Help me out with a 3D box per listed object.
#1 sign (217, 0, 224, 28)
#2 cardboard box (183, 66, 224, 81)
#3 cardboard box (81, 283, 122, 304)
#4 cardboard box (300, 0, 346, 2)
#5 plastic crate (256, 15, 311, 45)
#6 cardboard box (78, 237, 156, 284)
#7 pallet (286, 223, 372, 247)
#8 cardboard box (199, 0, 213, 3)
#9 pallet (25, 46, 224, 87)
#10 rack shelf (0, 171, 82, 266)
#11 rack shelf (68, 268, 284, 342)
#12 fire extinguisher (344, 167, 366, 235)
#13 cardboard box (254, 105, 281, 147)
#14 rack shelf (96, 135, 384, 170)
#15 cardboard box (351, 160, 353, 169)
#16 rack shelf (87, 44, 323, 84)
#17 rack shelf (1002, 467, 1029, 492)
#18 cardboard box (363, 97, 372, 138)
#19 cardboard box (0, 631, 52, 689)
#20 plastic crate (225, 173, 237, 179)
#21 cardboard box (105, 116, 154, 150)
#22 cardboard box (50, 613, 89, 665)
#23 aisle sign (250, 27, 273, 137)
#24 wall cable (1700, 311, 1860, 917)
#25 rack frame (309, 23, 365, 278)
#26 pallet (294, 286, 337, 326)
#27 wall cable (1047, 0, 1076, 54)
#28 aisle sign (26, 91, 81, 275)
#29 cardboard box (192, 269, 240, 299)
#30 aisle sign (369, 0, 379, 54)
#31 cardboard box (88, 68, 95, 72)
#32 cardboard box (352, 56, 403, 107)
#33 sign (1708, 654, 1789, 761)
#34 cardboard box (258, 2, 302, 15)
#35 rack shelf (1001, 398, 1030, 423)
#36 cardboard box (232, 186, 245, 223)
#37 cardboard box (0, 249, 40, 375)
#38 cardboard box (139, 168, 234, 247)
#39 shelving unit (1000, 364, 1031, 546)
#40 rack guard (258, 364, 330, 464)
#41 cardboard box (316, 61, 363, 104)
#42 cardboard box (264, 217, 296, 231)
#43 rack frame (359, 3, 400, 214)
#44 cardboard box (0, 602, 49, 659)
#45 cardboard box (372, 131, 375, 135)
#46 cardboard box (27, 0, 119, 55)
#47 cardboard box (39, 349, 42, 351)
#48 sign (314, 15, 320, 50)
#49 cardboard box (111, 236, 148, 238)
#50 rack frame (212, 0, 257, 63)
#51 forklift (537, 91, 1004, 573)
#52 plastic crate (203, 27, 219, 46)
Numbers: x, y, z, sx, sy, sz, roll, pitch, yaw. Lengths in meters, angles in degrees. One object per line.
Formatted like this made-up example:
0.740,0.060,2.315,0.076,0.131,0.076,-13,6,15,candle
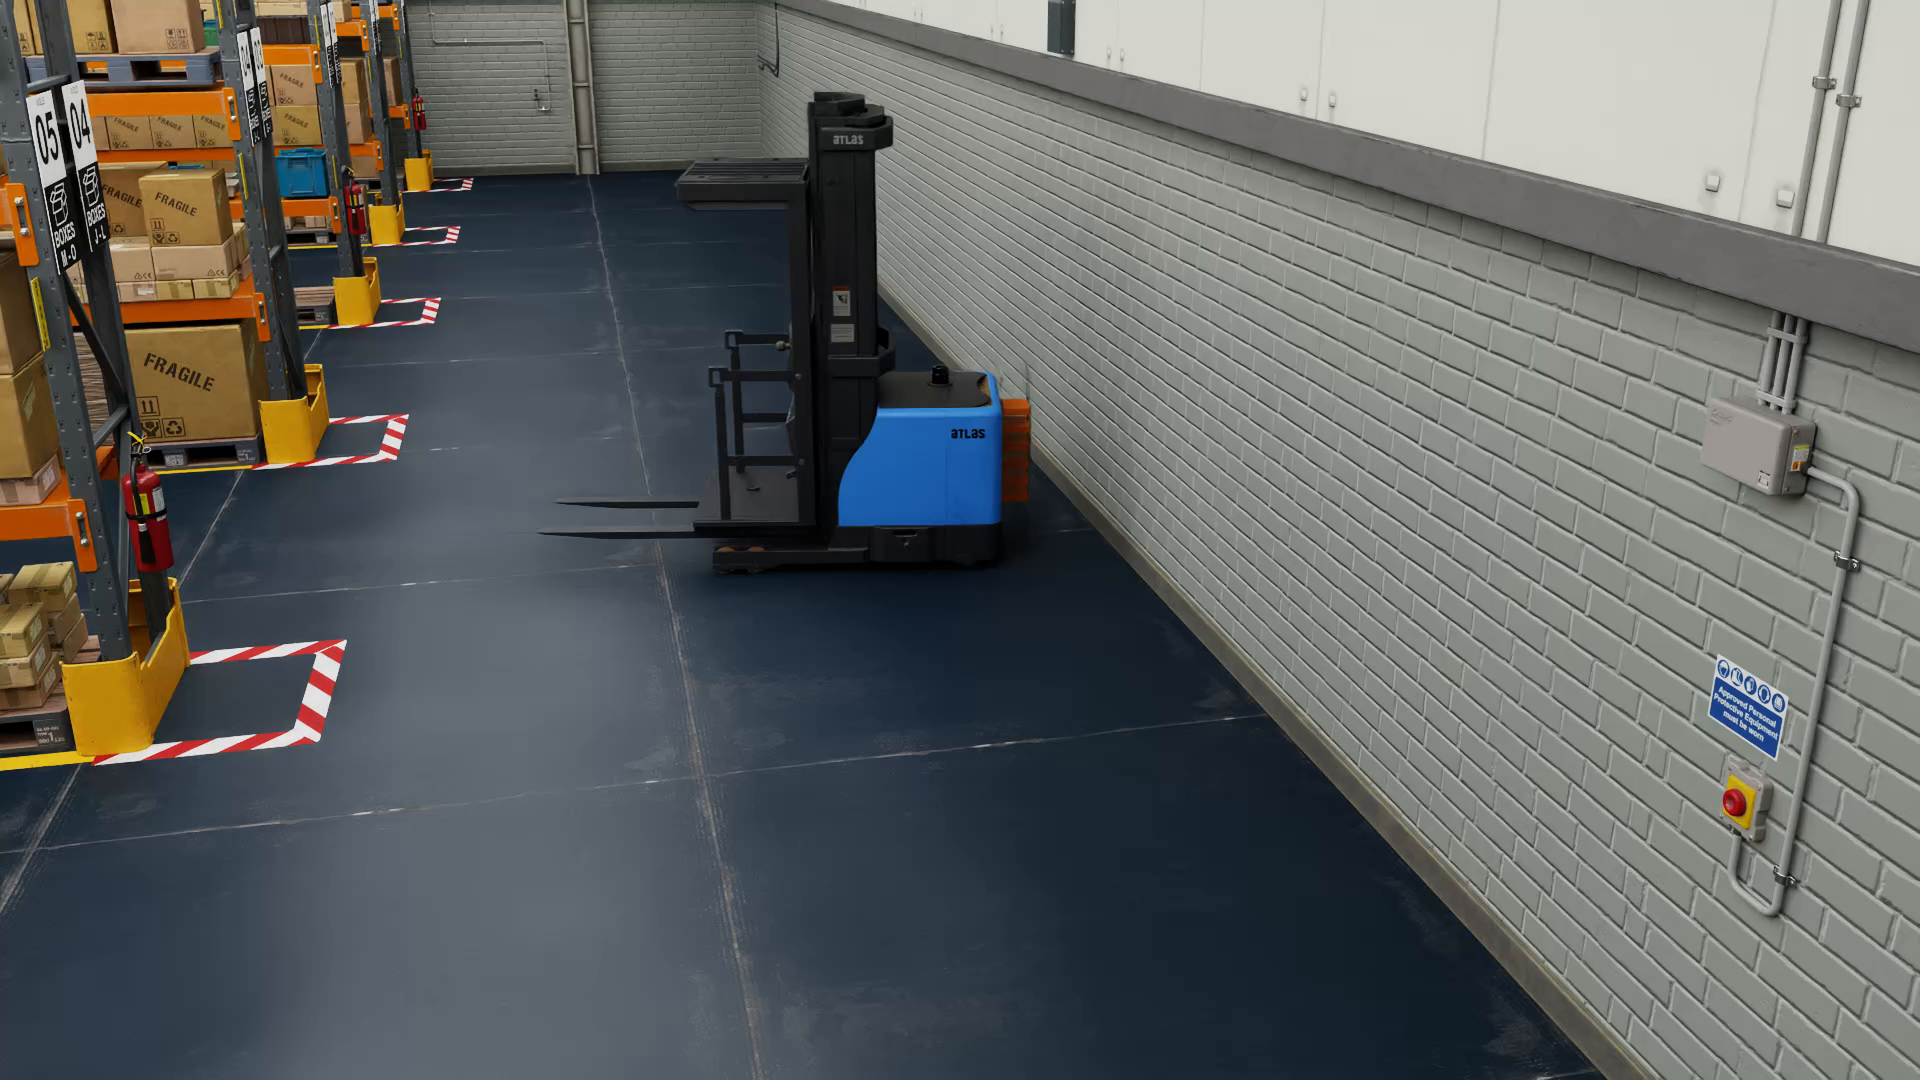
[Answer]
-5.262,-3.804,11.804,0.005,0.325,0.100,-5,21,-12,sign
-9.514,-5.781,21.137,0.500,0.500,0.500,-4,20,-11,cardboard box
-6.385,-1.883,12.459,0.250,0.149,0.380,-4,21,-12,cardboard box
-8.090,-6.962,21.090,0.500,0.250,0.500,-5,21,-12,cardboard box
-6.952,-5.267,17.161,0.590,0.269,0.497,-5,21,-12,plastic crate
-6.278,-2.101,12.476,0.500,0.250,0.500,-5,21,-13,cardboard box
-8.499,-4.137,22.301,1.213,0.211,1.003,-5,21,-12,pallet
-9.549,-6.843,20.764,0.500,0.250,0.500,-5,21,-12,cardboard box
-6.093,-3.504,12.287,1.213,0.211,1.003,-5,21,-12,pallet
-6.277,-1.443,7.579,4.000,0.370,1.077,-5,21,-12,rack shelf
-7.320,-1.703,12.649,4.000,0.370,1.077,-5,21,-12,rack shelf
-6.262,-3.506,17.178,0.183,0.674,0.296,-5,21,-12,fire extinguisher
-9.013,-5.356,21.430,0.500,0.500,0.500,-4,21,-12,cardboard box
-9.595,-5.019,21.702,4.000,0.370,1.077,-5,21,-12,rack shelf
-9.938,-6.068,26.543,0.500,0.500,0.700,-5,21,-13,cardboard box
-8.459,-4.770,16.659,4.000,0.370,1.077,-5,21,-12,rack shelf
0.365,-0.408,11.163,0.180,0.103,0.258,-1,20,-2,rack shelf
-8.142,-5.616,22.138,0.500,0.500,0.500,-4,21,-11,cardboard box
-4.778,0.608,8.395,0.250,0.149,0.380,-5,21,-14,cardboard box
-7.820,-3.801,17.626,0.298,0.136,0.250,-5,21,-12,plastic crate
-10.486,-5.237,21.104,0.500,0.500,0.500,-4,21,-12,cardboard box
-4.914,0.545,9.001,0.250,0.149,0.380,-4,21,-11,cardboard box
-5.372,-3.526,12.800,0.004,0.787,0.394,-5,21,-12,aisle sign
2.389,0.172,4.962,0.123,1.953,0.585,-5,21,-12,wall cable
-6.513,-3.857,17.483,0.127,3.000,1.000,-5,21,-12,rack frame
-7.324,-2.496,17.820,1.213,0.211,1.003,-5,21,-12,pallet
0.923,-5.821,9.445,0.120,5.999,2.277,-5,21,-12,wall cable
-4.190,-1.657,7.698,0.004,0.787,0.394,-5,21,-12,aisle sign
-5.644,-1.943,12.623,0.250,0.149,0.380,-4,21,-11,cardboard box
-7.512,-6.639,21.298,0.004,0.787,0.394,-5,21,-12,aisle sign
-11.019,-5.659,20.802,0.500,0.500,0.500,-4,21,-11,cardboard box
-9.287,-7.271,26.365,0.700,0.700,0.980,-4,20,-10,cardboard box
2.438,0.516,5.152,0.001,0.218,0.327,-5,21,-12,sign
-8.578,-6.689,21.070,0.500,0.250,0.500,-5,21,-12,cardboard box
0.365,-0.859,10.998,0.180,0.103,0.258,-1,20,-2,rack shelf
-9.715,-4.384,21.911,0.637,0.503,0.797,-5,21,-12,cardboard box
-4.718,-1.068,7.837,0.500,0.500,0.500,-5,21,-14,cardboard box
-5.787,-2.494,12.458,0.500,0.500,0.500,-4,21,-12,cardboard box
0.365,-0.563,11.107,0.189,1.200,0.258,-1,20,-2,shelving unit
-5.350,-1.027,13.393,0.348,0.500,1.175,-5,21,-12,rack guard
-8.019,-5.905,21.474,0.500,0.500,0.500,-5,21,-13,cardboard box
-9.053,-4.240,21.887,0.500,0.250,0.500,-5,21,-12,cardboard box
-7.649,-5.516,22.011,0.127,3.000,1.000,-5,21,-12,rack frame
-4.787,0.458,8.373,0.250,0.149,0.380,-4,21,-12,cardboard box
-9.375,-6.489,26.750,0.250,0.149,0.380,-5,21,-12,cardboard box
-6.442,-3.836,12.162,0.500,0.500,0.700,-5,21,-14,cardboard box
-4.831,-0.775,8.490,0.500,0.500,0.500,-4,20,-10,cardboard box
-6.371,-5.034,16.486,0.005,0.325,0.100,-5,21,-12,sign
-6.407,-2.278,12.957,0.500,0.250,0.500,-5,21,-13,cardboard box
-5.373,-5.016,11.926,0.127,3.000,1.000,-5,21,-12,rack frame
-1.245,-1.346,10.727,3.031,2.935,1.130,-1,20,-2,forklift
-7.407,-4.993,16.530,0.336,0.188,0.450,-5,21,-12,plastic crate
